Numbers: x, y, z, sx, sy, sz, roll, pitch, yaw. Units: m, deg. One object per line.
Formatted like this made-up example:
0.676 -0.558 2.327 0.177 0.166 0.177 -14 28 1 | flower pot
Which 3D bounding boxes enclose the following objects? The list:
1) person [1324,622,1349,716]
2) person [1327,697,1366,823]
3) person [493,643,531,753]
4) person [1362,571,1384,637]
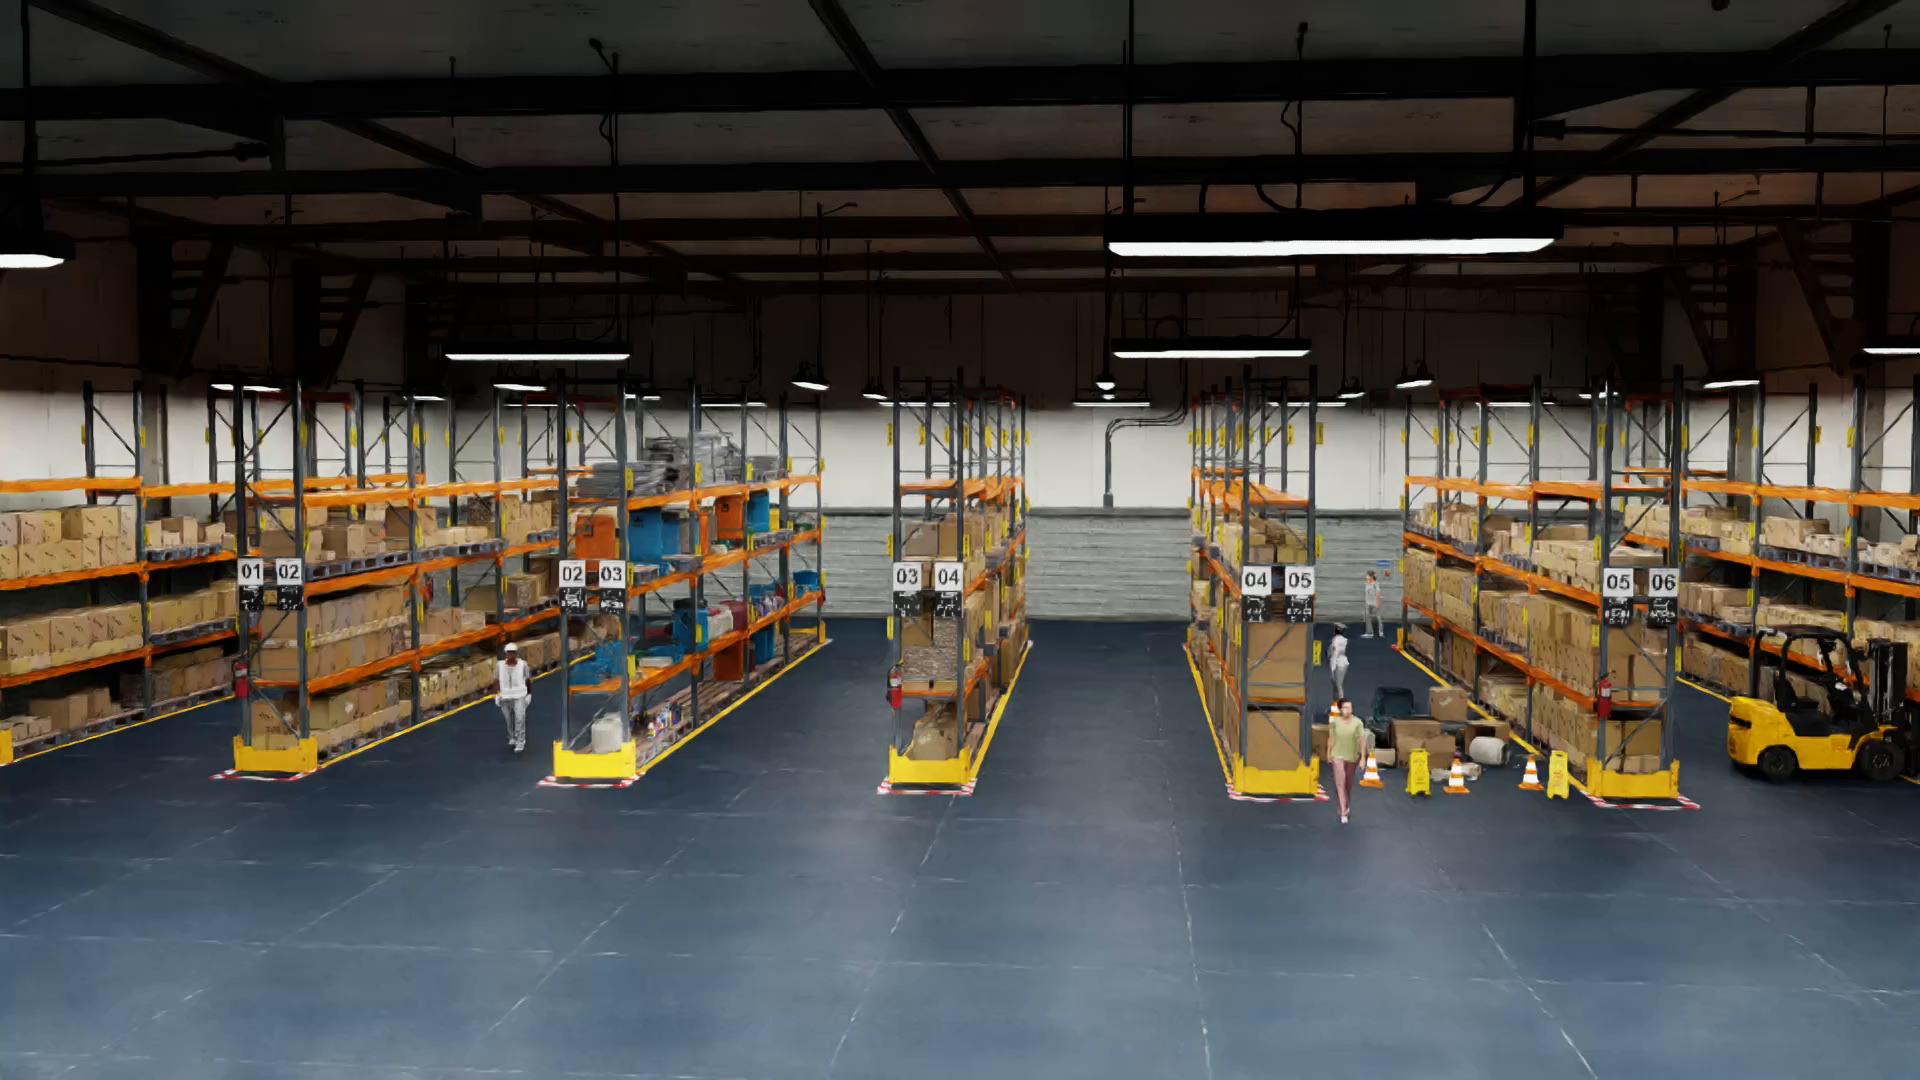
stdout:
6.710 2.307 29.738 0.458 1.677 0.524 3 4 36 | person
5.053 2.843 21.697 0.458 1.612 1.019 0 4 4 | person
-7.124 2.488 26.422 0.554 1.724 1.030 0 4 -3 | person
10.359 1.592 41.643 0.591 1.661 0.491 -3 5 -38 | person
